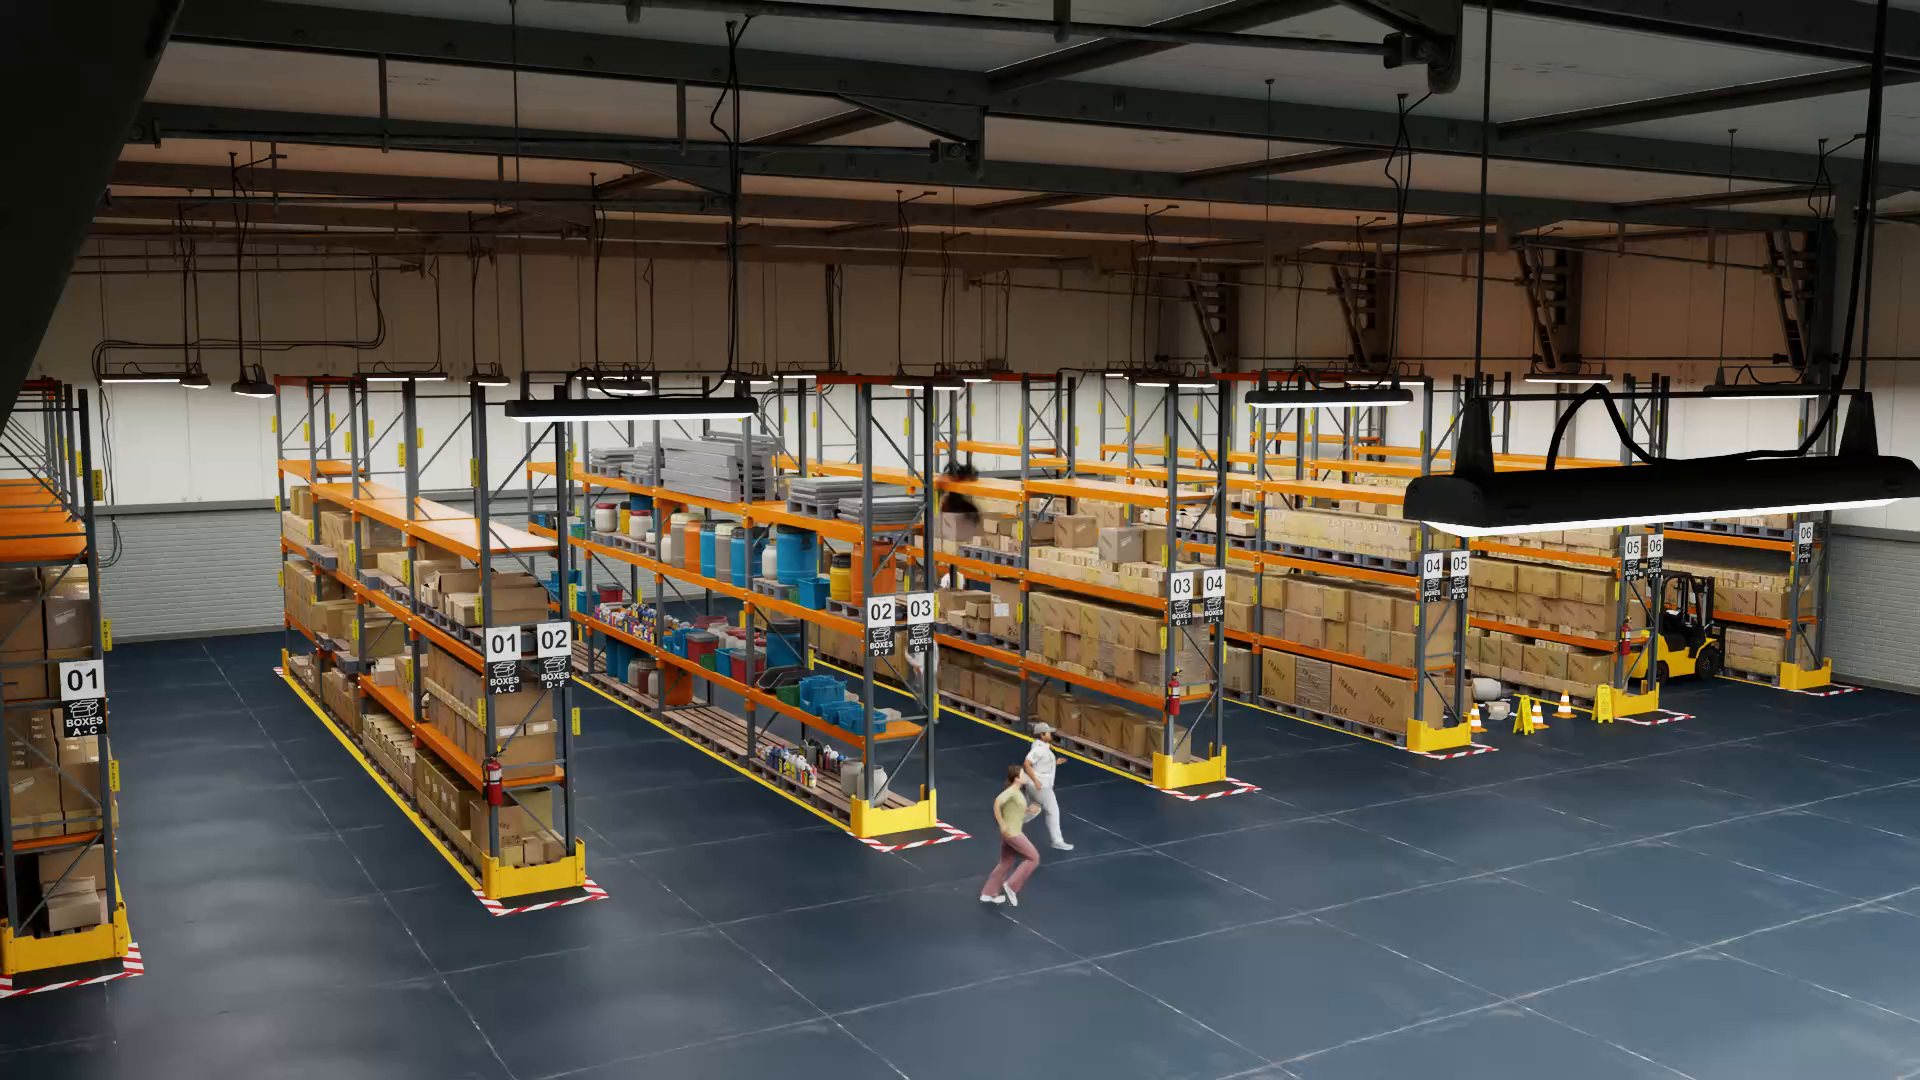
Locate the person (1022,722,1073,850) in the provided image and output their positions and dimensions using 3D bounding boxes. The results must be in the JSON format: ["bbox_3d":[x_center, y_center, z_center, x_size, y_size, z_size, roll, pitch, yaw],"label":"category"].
[{"bbox_3d":[0.992,3.154,21.322,0.936,1.655,0.605,-1,6,-5],"label":"person"}]

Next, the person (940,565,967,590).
[{"bbox_3d":[-0.144,1.360,37.518,0.709,1.767,0.934,-3,7,-27],"label":"person"}]

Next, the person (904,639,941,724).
[{"bbox_3d":[-0.607,2.281,28.817,0.691,1.742,0.783,-5,8,-37],"label":"person"}]

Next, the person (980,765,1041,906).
[{"bbox_3d":[0.583,3.407,19.217,0.705,1.645,0.565,0,6,-1],"label":"person"}]
